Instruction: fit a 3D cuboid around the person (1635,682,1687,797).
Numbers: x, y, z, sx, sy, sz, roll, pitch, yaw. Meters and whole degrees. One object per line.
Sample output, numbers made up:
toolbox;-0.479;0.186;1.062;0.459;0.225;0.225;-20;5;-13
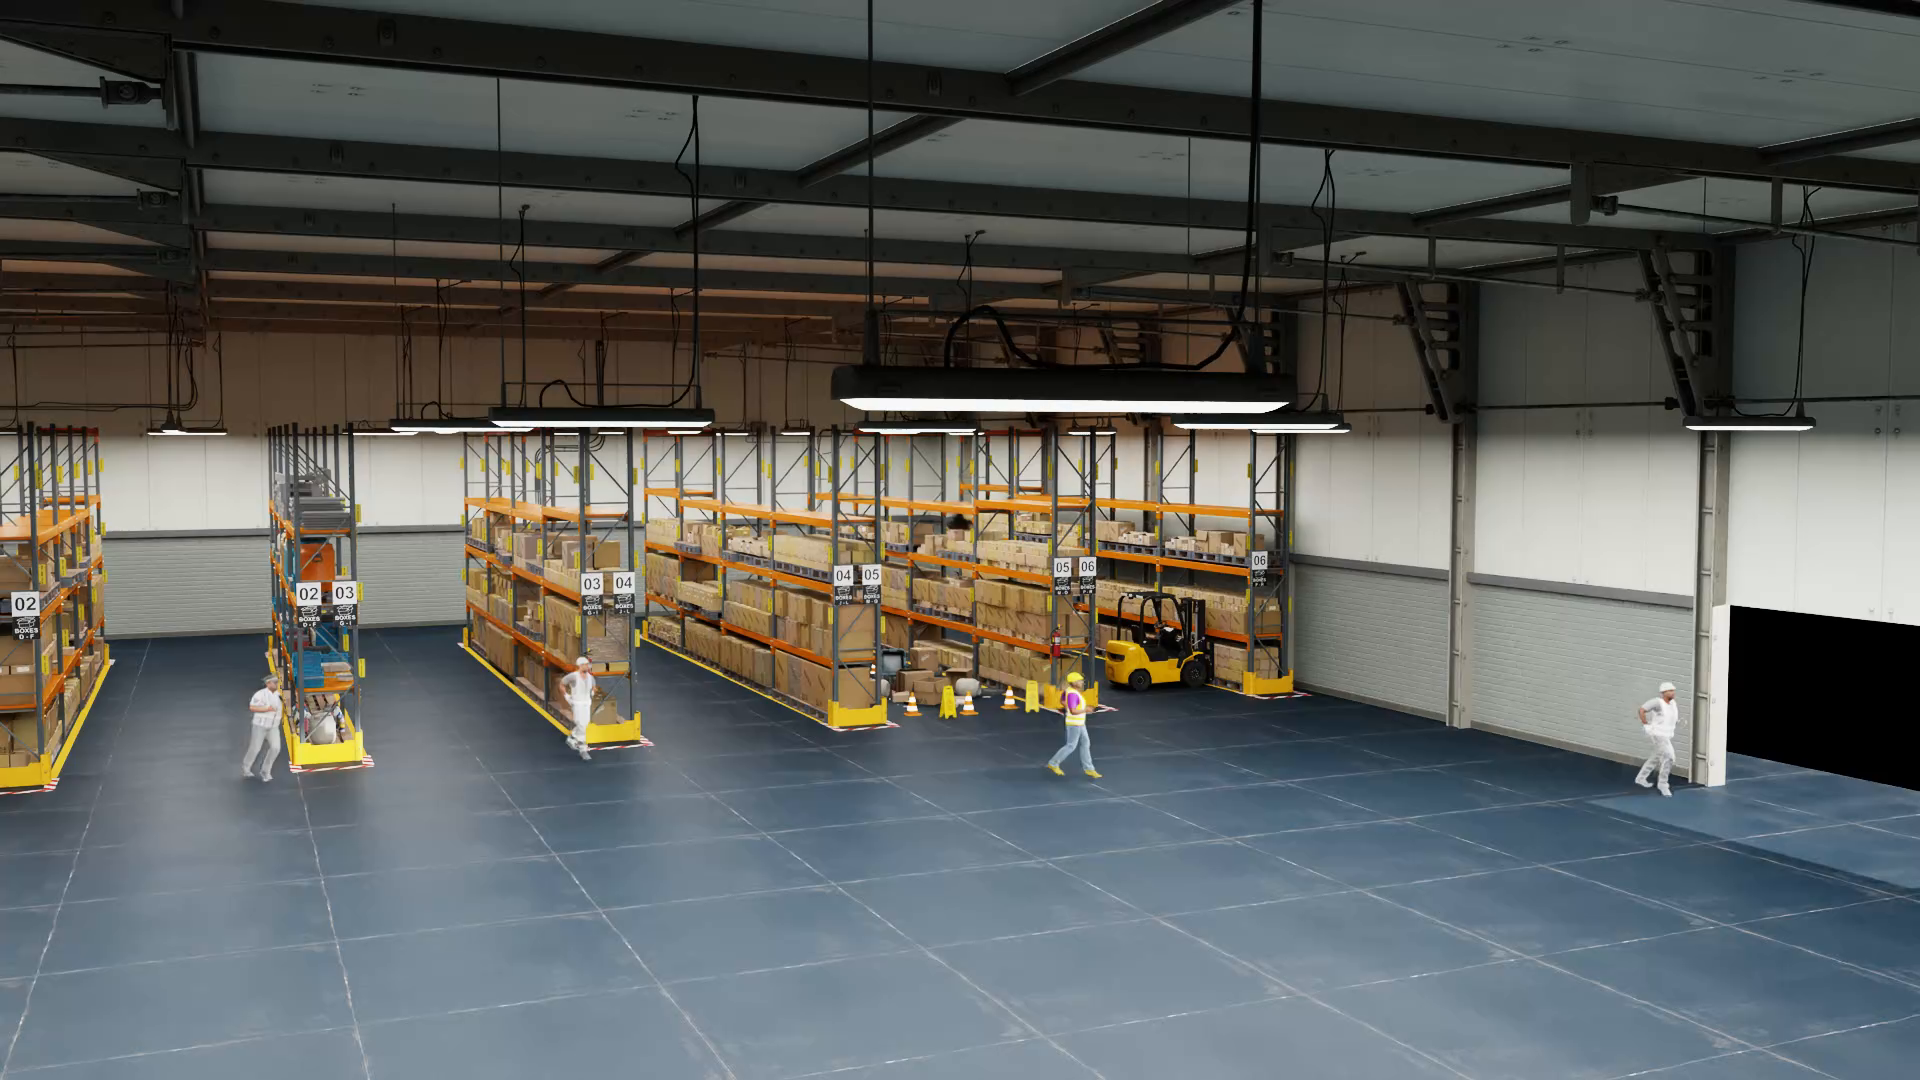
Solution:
person;11.365;3.204;26.951;0.678;1.819;0.777;-3;5;-42

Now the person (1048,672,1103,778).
person;1.930;3.109;27.893;0.918;1.786;0.692;1;4;11

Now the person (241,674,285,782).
person;-11.666;3.154;28.001;0.746;1.809;0.665;2;4;35

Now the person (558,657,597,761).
person;-6.798;2.997;29.950;1.006;1.776;0.673;3;4;37
